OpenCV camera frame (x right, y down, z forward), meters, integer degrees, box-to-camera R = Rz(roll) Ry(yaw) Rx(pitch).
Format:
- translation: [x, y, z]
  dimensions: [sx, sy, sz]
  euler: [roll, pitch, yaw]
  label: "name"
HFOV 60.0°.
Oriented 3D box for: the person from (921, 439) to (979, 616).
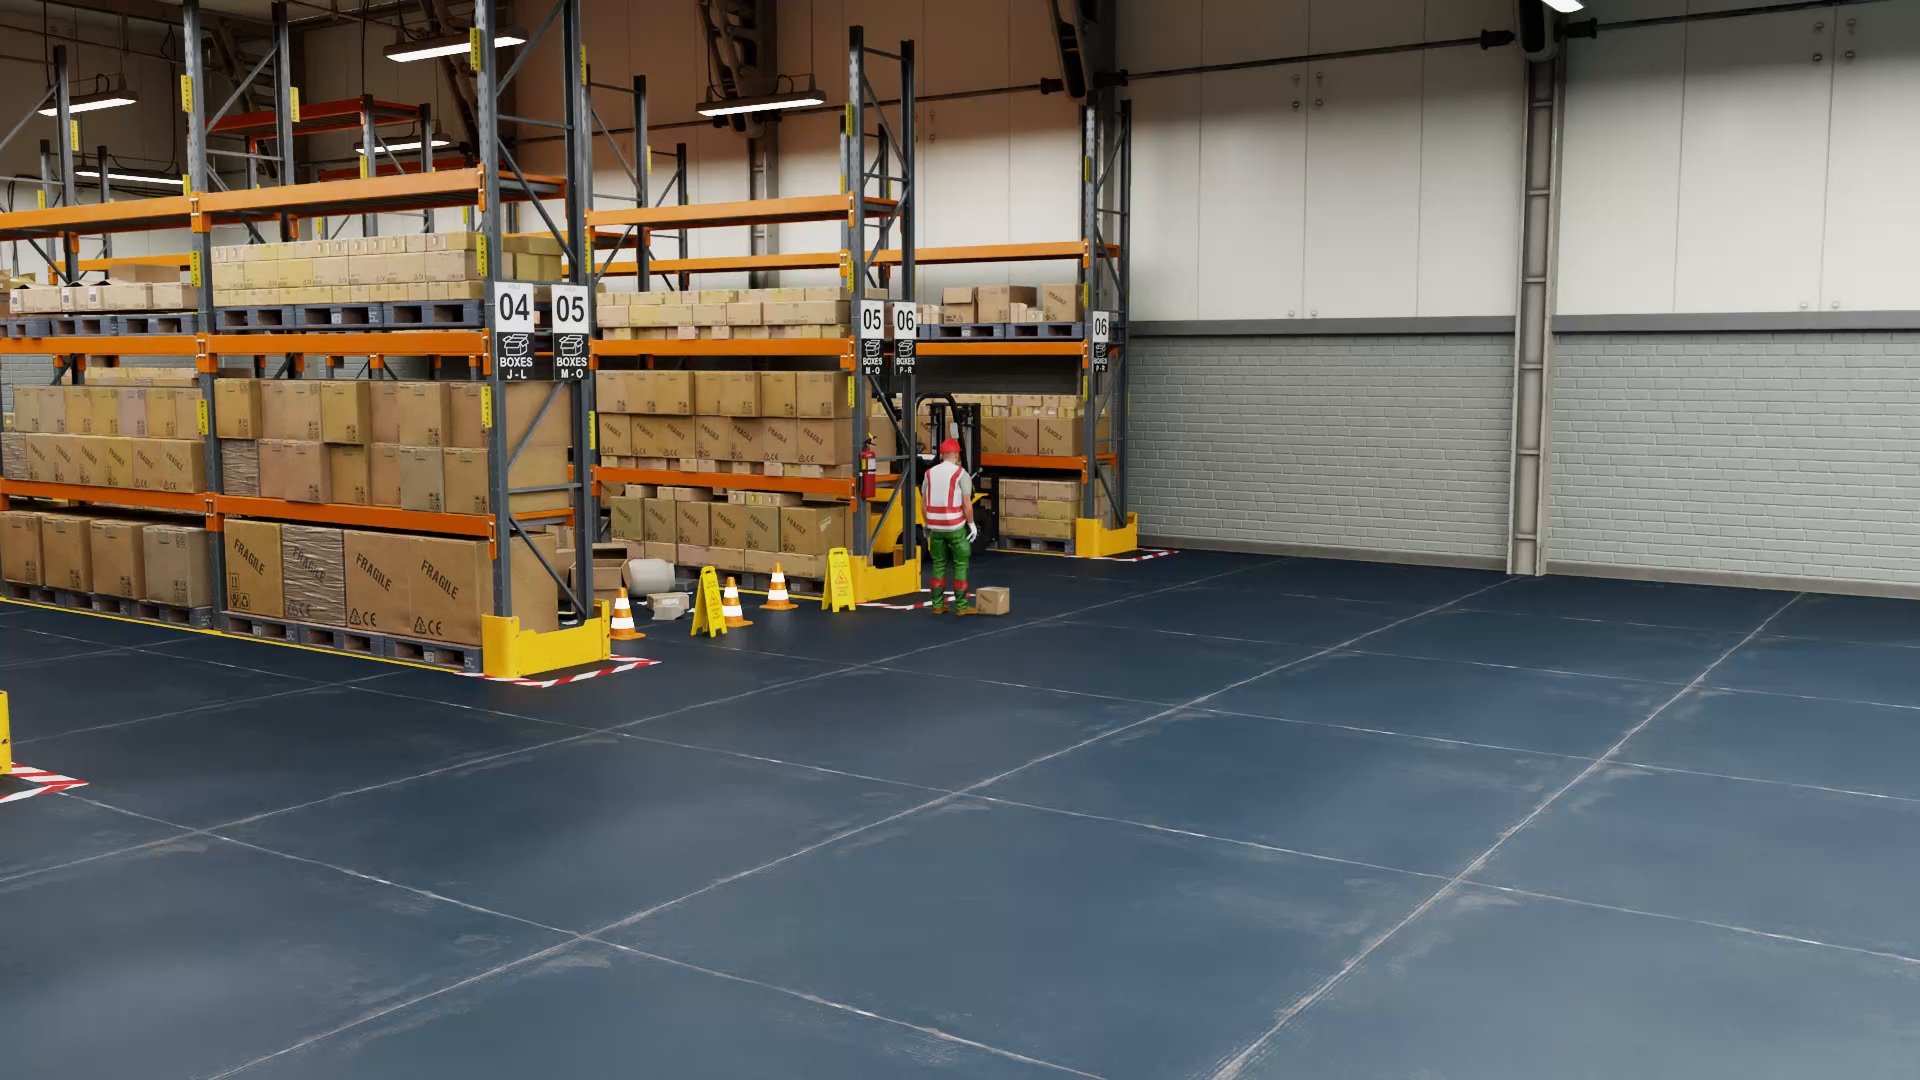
- translation: [-0.108, -0.132, 16.870]
  dimensions: [0.601, 1.777, 0.452]
  euler: [3, 7, 28]
  label: "person"
